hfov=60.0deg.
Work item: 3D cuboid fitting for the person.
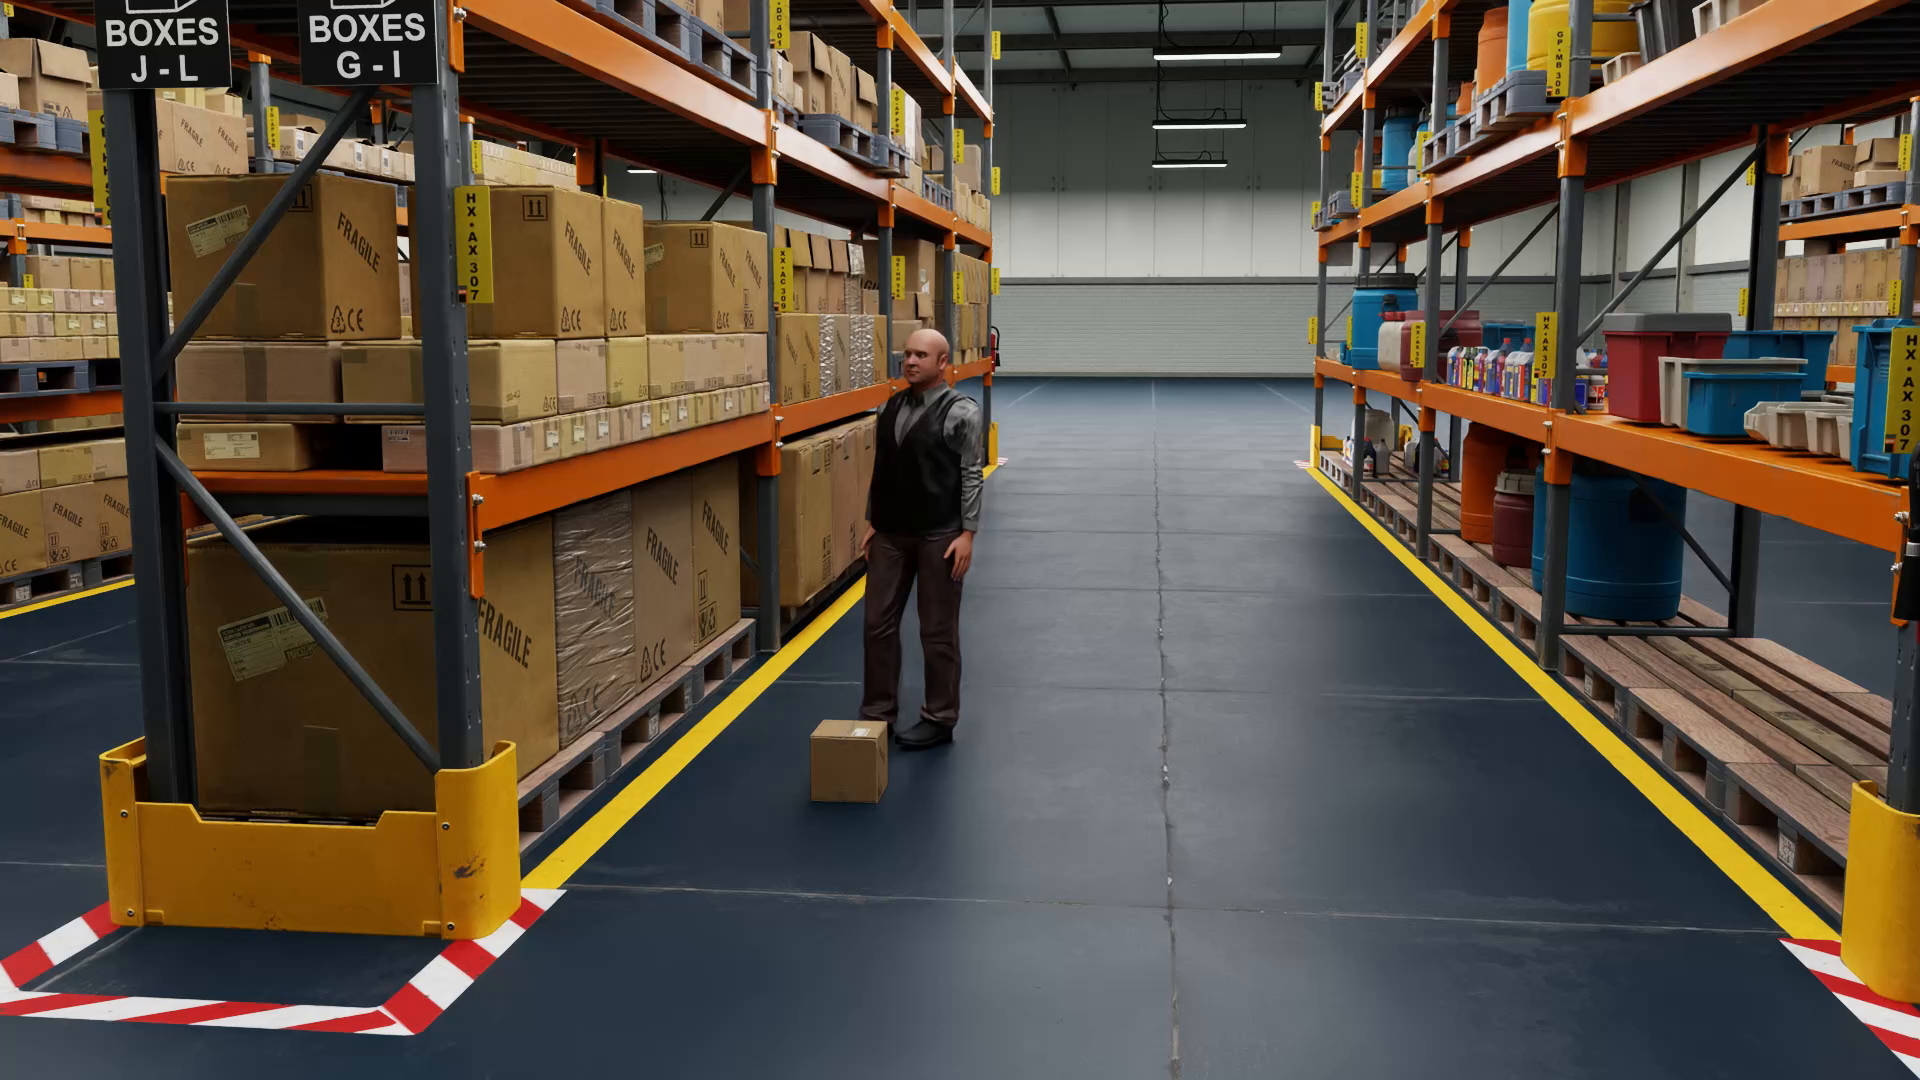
[{"bbox_3d":[-0.197,0.026,6.859,0.575,1.779,0.444,5,9,33],"label":"person"}]
